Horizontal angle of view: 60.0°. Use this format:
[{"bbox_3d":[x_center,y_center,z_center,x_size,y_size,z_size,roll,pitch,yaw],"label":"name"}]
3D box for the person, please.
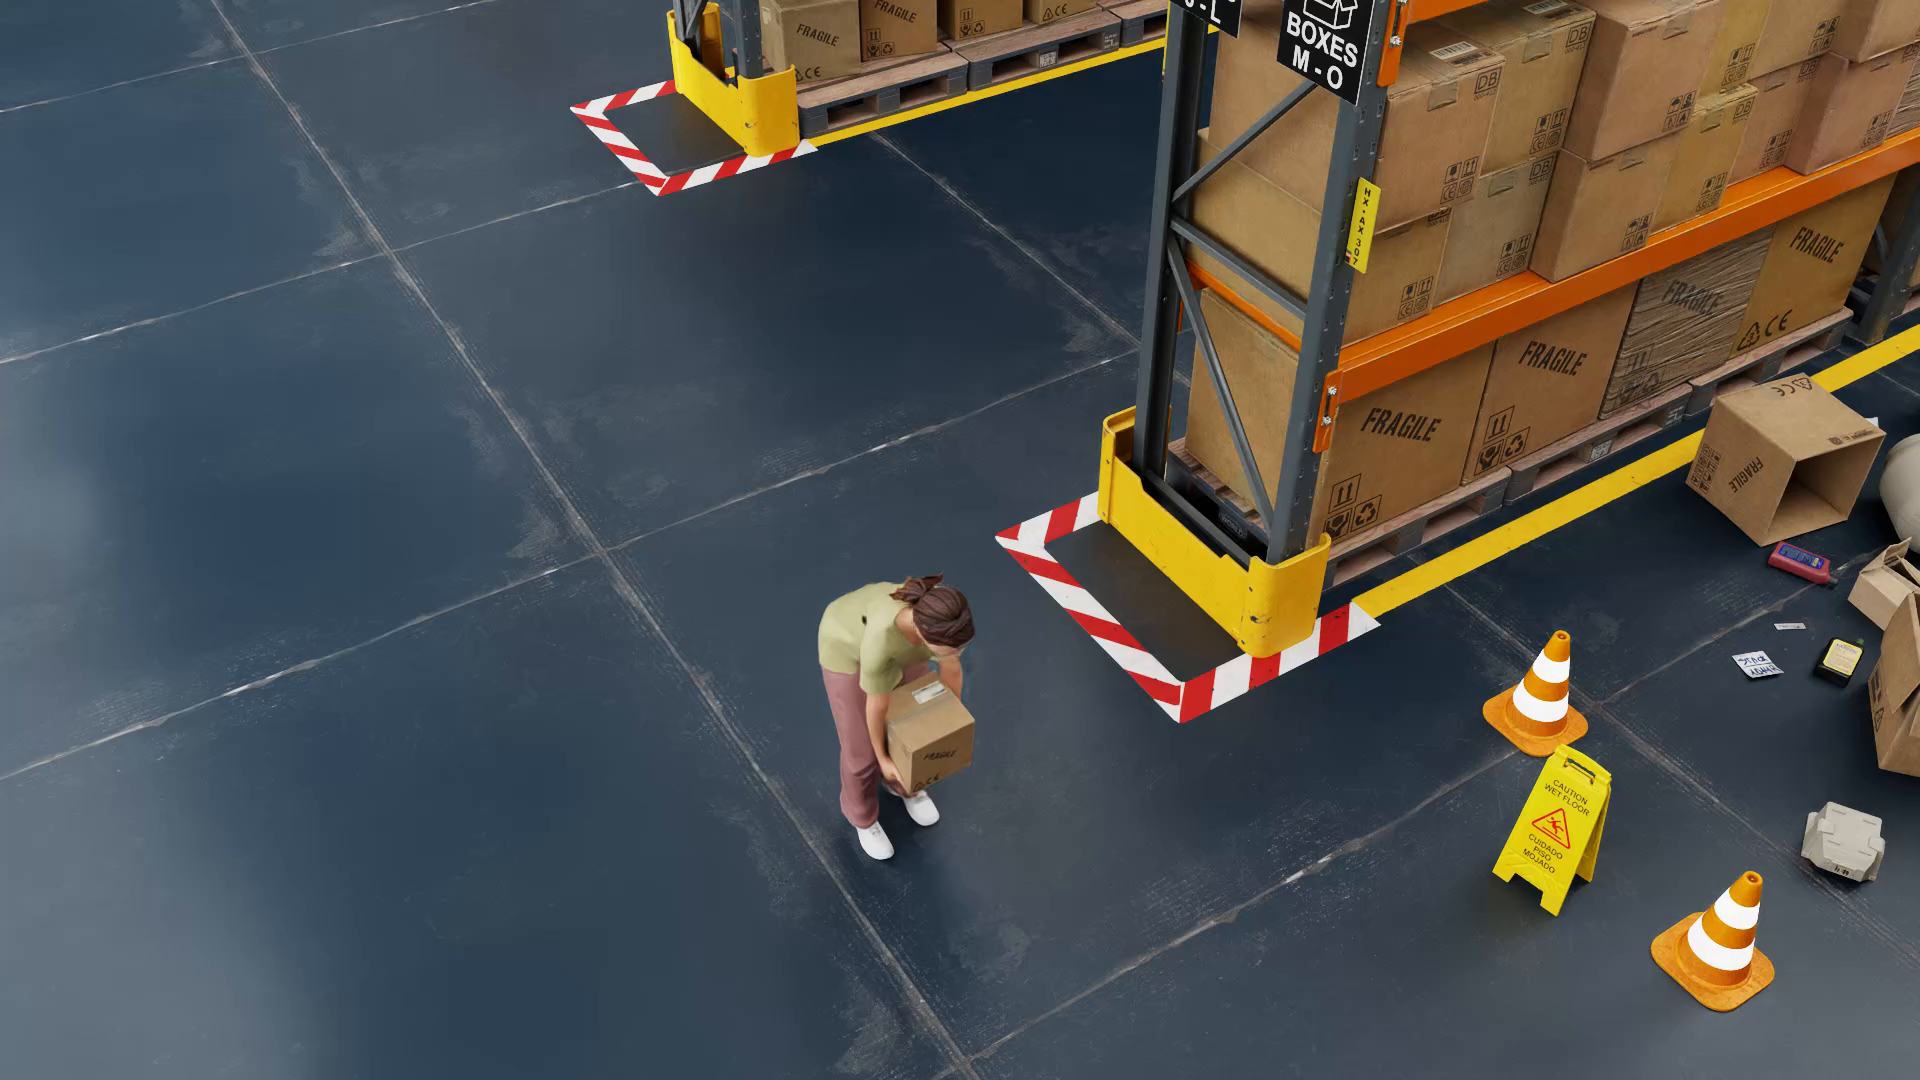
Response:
[{"bbox_3d":[-0.189,0.573,5.678,0.398,1.445,0.730,-24,46,-25],"label":"person"}]
